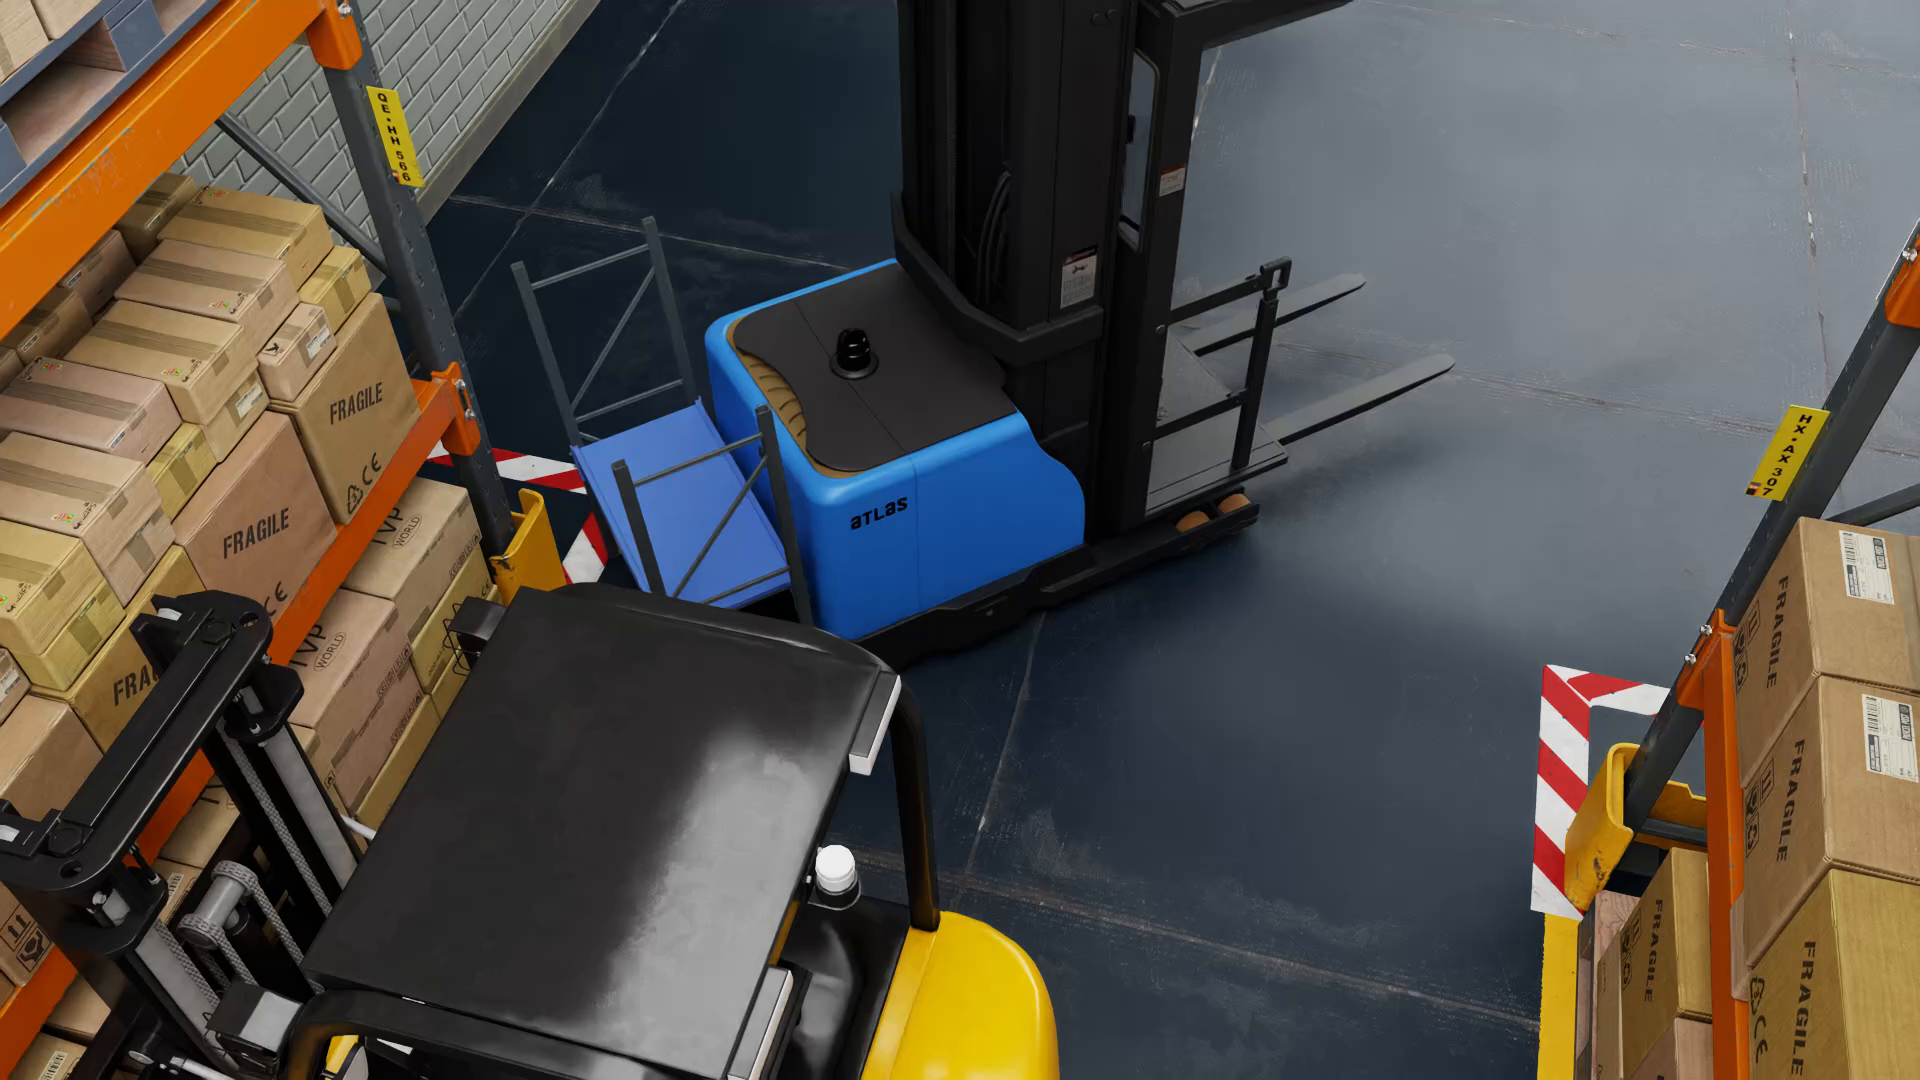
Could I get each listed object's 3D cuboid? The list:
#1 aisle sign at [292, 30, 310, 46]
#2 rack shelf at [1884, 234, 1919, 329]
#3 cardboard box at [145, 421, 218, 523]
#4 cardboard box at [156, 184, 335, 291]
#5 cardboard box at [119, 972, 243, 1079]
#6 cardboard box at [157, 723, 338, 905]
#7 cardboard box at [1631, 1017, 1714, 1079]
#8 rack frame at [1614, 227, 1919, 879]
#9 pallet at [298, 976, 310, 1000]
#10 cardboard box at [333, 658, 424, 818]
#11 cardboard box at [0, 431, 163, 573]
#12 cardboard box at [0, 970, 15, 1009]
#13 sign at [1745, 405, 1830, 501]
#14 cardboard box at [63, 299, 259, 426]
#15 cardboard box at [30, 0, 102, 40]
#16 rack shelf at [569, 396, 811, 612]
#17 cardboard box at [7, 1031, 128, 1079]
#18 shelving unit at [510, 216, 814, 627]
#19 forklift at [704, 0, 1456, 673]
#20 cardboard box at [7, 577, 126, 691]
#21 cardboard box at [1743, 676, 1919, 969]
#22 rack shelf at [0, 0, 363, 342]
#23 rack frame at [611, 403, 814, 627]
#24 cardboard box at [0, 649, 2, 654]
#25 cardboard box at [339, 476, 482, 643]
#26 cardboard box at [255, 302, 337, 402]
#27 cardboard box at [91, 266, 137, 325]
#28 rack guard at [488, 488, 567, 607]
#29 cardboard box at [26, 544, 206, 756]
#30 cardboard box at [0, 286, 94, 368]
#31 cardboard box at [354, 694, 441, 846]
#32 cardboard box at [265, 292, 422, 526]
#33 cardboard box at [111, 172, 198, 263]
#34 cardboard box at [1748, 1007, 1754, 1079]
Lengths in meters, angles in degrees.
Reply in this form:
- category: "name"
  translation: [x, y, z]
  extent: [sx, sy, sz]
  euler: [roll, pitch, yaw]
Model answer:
- category: "aisle sign"
  translation: [-1.833, -1.654, 4.394]
  extent: [0.394, 0.787, 0.004]
  euler: [12, 50, 10]
- category: "rack shelf"
  translation: [2.130, 0.865, 2.384]
  extent: [1.077, 0.370, 4.000]
  euler: [12, 50, 10]
- category: "cardboard box"
  translation: [-2.197, -0.203, 4.348]
  extent: [0.380, 0.149, 0.250]
  euler: [11, 50, 10]
- category: "cardboard box"
  translation: [-2.025, -0.850, 4.720]
  extent: [0.380, 0.149, 0.250]
  euler: [12, 50, 10]
- category: "cardboard box"
  translation: [-2.353, 1.314, 4.729]
  extent: [0.500, 0.250, 0.500]
  euler: [11, 50, 10]
- category: "cardboard box"
  translation: [-2.206, 0.768, 4.877]
  extent: [0.500, 0.250, 0.500]
  euler: [12, 50, 11]
- category: "cardboard box"
  translation: [2.038, 1.621, 4.292]
  extent: [0.500, 0.500, 0.500]
  euler: [10, 49, 9]
- category: "rack frame"
  translation: [2.656, 0.173, 4.516]
  extent: [1.000, 3.000, 0.127]
  euler: [12, 50, 10]
- category: "pallet"
  translation: [-2.618, 1.560, 5.152]
  extent: [1.003, 0.211, 1.213]
  euler: [12, 50, 10]
- category: "cardboard box"
  translation: [-2.103, 0.576, 5.381]
  extent: [0.500, 0.250, 0.500]
  euler: [11, 50, 10]
- category: "cardboard box"
  translation: [-2.201, -0.095, 4.054]
  extent: [0.380, 0.149, 0.250]
  euler: [13, 50, 11]
- category: "cardboard box"
  translation: [-2.565, 1.040, 3.684]
  extent: [0.500, 0.500, 0.500]
  euler: [11, 50, 10]
- category: "sign"
  translation: [2.132, -0.221, 4.286]
  extent: [0.100, 0.325, 0.005]
  euler: [12, 50, 10]
- category: "cardboard box"
  translation: [-2.102, -0.471, 4.386]
  extent: [0.380, 0.149, 0.250]
  euler: [13, 50, 11]
- category: "cardboard box"
  translation: [-2.059, -1.226, 3.571]
  extent: [0.380, 0.149, 0.250]
  euler: [10, 49, 9]
- category: "rack shelf"
  translation: [-0.974, -0.051, 5.934]
  extent: [0.538, 0.185, 1.000]
  euler: [-23, 52, -15]
- category: "cardboard box"
  translation: [-2.492, 1.511, 4.221]
  extent: [0.500, 0.250, 0.500]
  euler: [13, 50, 11]
- category: "shelving unit"
  translation: [-0.983, -0.167, 5.796]
  extent: [0.538, 1.500, 1.048]
  euler: [-23, 52, -15]
- category: "forklift"
  translation: [0.614, -1.249, 5.817]
  extent: [3.031, 2.935, 1.130]
  euler: [-22, 52, -19]
- category: "cardboard box"
  translation: [-2.269, 0.187, 4.004]
  extent: [0.380, 0.149, 0.250]
  euler: [12, 50, 10]
- category: "cardboard box"
  translation: [2.130, 0.704, 3.782]
  extent: [0.500, 0.500, 0.500]
  euler: [13, 50, 11]
- category: "rack shelf"
  translation: [-2.660, -0.112, 3.246]
  extent: [1.077, 0.370, 4.000]
  euler: [12, 50, 10]
- category: "rack frame"
  translation: [-0.755, 0.174, 5.496]
  extent: [0.500, 1.500, 0.032]
  euler: [-23, 52, -15]
- category: "cardboard box"
  translation: [-2.423, 0.261, 3.740]
  extent: [0.380, 0.149, 0.250]
  euler: [12, 50, 11]
- category: "cardboard box"
  translation: [-1.954, 0.030, 5.528]
  extent: [0.500, 0.250, 0.500]
  euler: [13, 50, 11]
- category: "cardboard box"
  translation: [-1.993, -0.555, 4.659]
  extent: [0.380, 0.149, 0.250]
  euler: [12, 50, 11]
- category: "cardboard box"
  translation: [-2.477, -0.667, 4.757]
  extent: [0.380, 0.149, 0.250]
  euler: [12, 50, 10]
- category: "rack guard"
  translation: [-2.127, 0.006, 6.331]
  extent: [1.175, 0.500, 0.348]
  euler: [12, 50, 10]
- category: "cardboard box"
  translation: [-2.290, 0.315, 4.324]
  extent: [0.500, 0.500, 0.500]
  euler: [11, 49, 9]
- category: "cardboard box"
  translation: [-2.585, -0.573, 4.476]
  extent: [0.380, 0.149, 0.250]
  euler: [12, 50, 11]
- category: "cardboard box"
  translation: [-2.093, 0.727, 5.581]
  extent: [0.500, 0.250, 0.500]
  euler: [12, 50, 10]
- category: "cardboard box"
  translation: [-2.010, -0.430, 4.981]
  extent: [0.500, 0.500, 0.500]
  euler: [11, 49, 9]
- category: "cardboard box"
  translation: [-2.428, -0.950, 4.809]
  extent: [0.380, 0.149, 0.250]
  euler: [11, 49, 9]
- category: "cardboard box"
  translation: [2.019, 1.190, 3.785]
  extent: [0.380, 0.149, 0.250]
  euler: [13, 50, 11]
